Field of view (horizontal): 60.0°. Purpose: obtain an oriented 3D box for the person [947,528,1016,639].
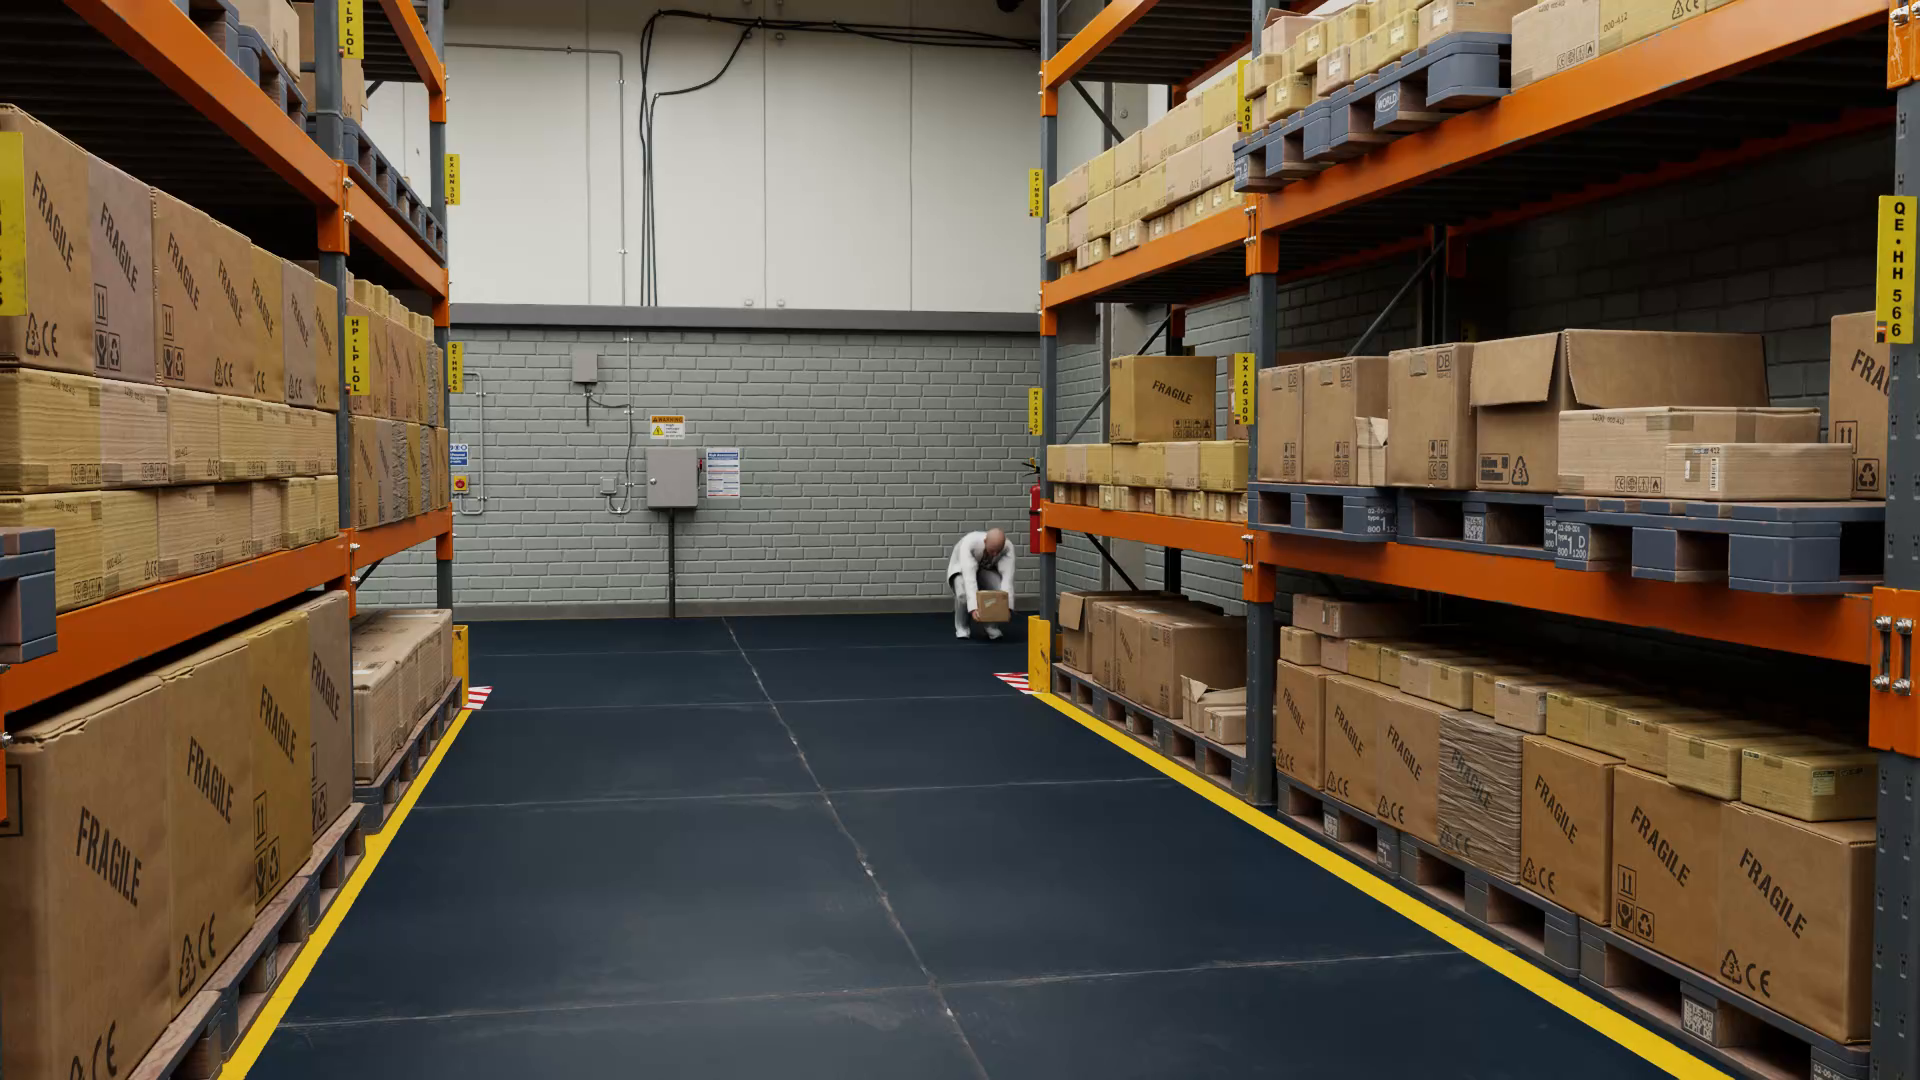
[{"bbox_3d":[0.190,0.396,14.751,0.584,0.973,0.931,-1,3,-13],"label":"person"}]
